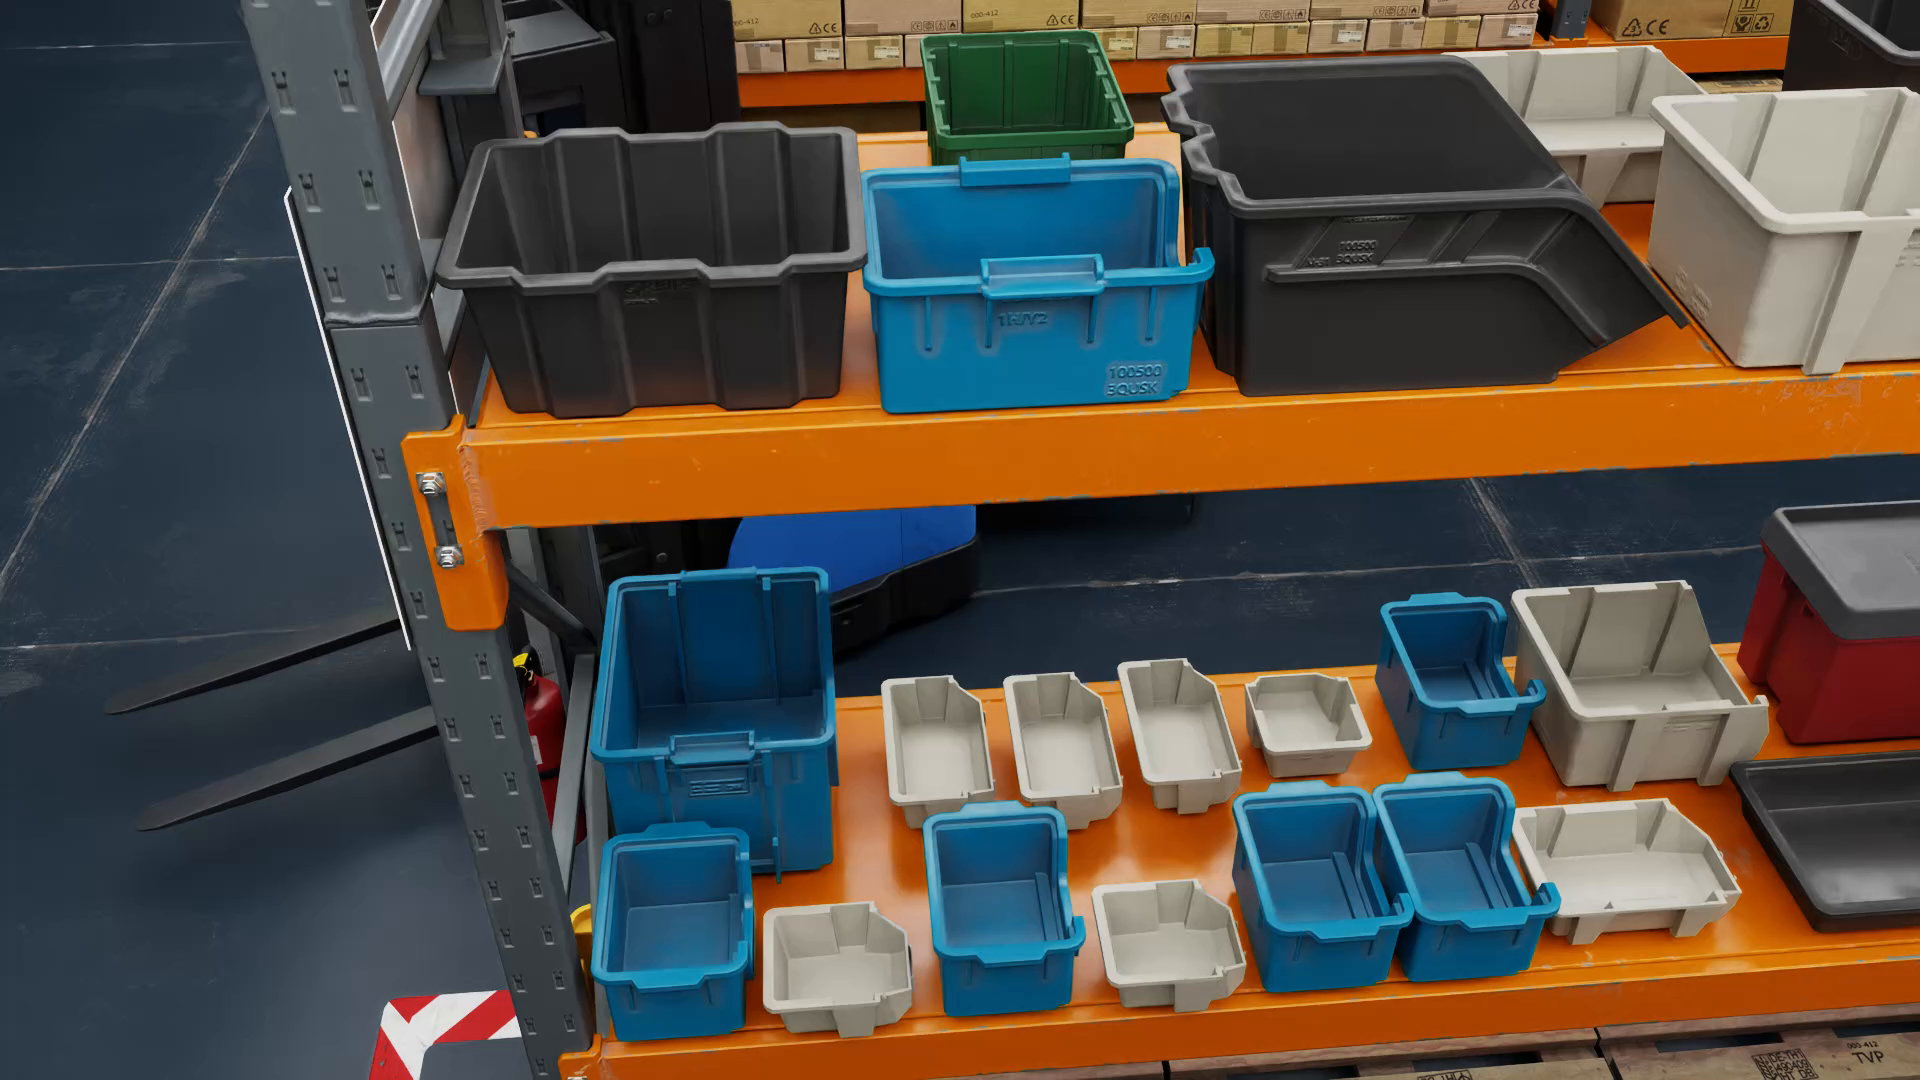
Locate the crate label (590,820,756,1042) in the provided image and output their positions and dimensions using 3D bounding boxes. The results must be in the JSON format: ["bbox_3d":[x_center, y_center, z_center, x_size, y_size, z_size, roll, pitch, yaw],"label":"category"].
[{"bbox_3d":[-0.572,0.810,3.389,0.303,0.233,0.416,-3,38,-4],"label":"crate label"}]

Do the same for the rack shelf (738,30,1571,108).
[{"bbox_3d":[0.707,-2.305,7.831,4.000,0.370,1.077,-3,38,-4],"label":"rack shelf"}]

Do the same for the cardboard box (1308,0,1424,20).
[{"bbox_3d":[1.767,-2.539,7.427,0.500,0.250,0.500,-2,38,-3],"label":"cardboard box"}]

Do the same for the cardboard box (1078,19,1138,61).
[{"bbox_3d":[0.629,-2.280,7.421,0.250,0.149,0.380,-4,38,-5],"label":"cardboard box"}]

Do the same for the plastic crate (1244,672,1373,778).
[{"bbox_3d":[0.808,0.437,3.940,0.250,0.136,0.298,-3,38,-4],"label":"plastic crate"}]

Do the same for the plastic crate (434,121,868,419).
[{"bbox_3d":[-0.439,-0.397,2.516,0.590,0.269,0.497,-3,38,-4],"label":"plastic crate"}]

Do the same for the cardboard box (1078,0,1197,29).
[{"bbox_3d":[0.754,-2.485,7.359,0.500,0.250,0.500,-4,38,-5],"label":"cardboard box"}]

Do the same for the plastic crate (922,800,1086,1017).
[{"bbox_3d":[0.084,0.774,3.435,0.300,0.233,0.416,-3,38,-4],"label":"plastic crate"}]

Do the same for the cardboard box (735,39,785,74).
[{"bbox_3d":[-0.903,-2.195,7.313,0.250,0.149,0.380,-3,38,-3],"label":"cardboard box"}]

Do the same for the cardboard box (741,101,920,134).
[{"bbox_3d":[-0.655,-1.893,8.104,0.875,0.875,0.875,-3,38,-4],"label":"cardboard box"}]

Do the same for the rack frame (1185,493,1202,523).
[{"bbox_3d":[0.934,-0.665,6.684,0.032,1.125,0.500,-5,39,-6],"label":"rack frame"}]

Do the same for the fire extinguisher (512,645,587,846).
[{"bbox_3d":[-1.037,0.483,4.080,0.183,0.674,0.296,-3,38,-4],"label":"fire extinguisher"}]

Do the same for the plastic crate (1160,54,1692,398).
[{"bbox_3d":[0.699,-0.489,2.577,0.767,0.338,0.504,-3,38,-4],"label":"plastic crate"}]

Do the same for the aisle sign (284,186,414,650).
[{"bbox_3d":[-0.892,-0.255,2.553,0.004,0.787,0.394,-3,38,-4],"label":"aisle sign"}]

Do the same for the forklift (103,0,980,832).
[{"bbox_3d":[-1.456,-0.716,5.291,3.031,2.935,1.130,-20,43,-24],"label":"forklift"}]

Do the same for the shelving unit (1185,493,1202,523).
[{"bbox_3d":[0.431,-0.622,6.631,1.048,1.125,0.538,-5,39,-6],"label":"shelving unit"}]

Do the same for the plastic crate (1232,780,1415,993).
[{"bbox_3d":[0.740,0.738,3.480,0.300,0.233,0.416,-3,38,-4],"label":"plastic crate"}]

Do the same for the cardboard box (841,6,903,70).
[{"bbox_3d":[-0.392,-2.224,7.350,0.250,0.149,0.380,-4,38,-5],"label":"cardboard box"}]

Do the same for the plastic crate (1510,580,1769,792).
[{"bbox_3d":[1.600,0.352,3.930,0.530,0.282,0.437,-3,38,-4],"label":"plastic crate"}]

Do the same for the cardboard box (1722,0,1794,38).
[{"bbox_3d":[3.680,-2.636,7.588,0.500,0.500,0.500,-3,38,-4],"label":"cardboard box"}]

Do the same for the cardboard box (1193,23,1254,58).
[{"bbox_3d":[1.144,-2.309,7.458,0.250,0.149,0.380,-4,38,-5],"label":"cardboard box"}]

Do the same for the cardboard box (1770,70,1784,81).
[{"bbox_3d":[4.224,-2.125,8.398,0.875,0.875,1.225,-4,38,-6],"label":"cardboard box"}]

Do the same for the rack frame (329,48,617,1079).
[{"bbox_3d":[-0.847,0.578,3.596,0.127,3.000,1.000,-3,38,-4],"label":"rack frame"}]

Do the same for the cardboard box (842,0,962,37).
[{"bbox_3d":[-0.266,-2.428,7.287,0.500,0.250,0.500,-4,38,-5],"label":"cardboard box"}]

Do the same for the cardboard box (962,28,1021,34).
[{"bbox_3d":[0.121,-2.253,7.386,0.250,0.149,0.380,-4,38,-5],"label":"cardboard box"}]

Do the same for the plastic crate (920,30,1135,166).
[{"bbox_3d":[0.110,-0.747,3.024,0.336,0.188,0.450,-3,38,-4],"label":"plastic crate"}]

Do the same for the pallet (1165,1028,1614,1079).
[{"bbox_3d":[1.190,1.586,4.569,1.213,0.211,1.003,-3,38,-4],"label":"pallet"}]

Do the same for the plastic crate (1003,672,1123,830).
[{"bbox_3d":[0.239,0.495,3.866,0.243,0.136,0.396,-3,38,-4],"label":"plastic crate"}]

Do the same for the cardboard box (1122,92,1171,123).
[{"bbox_3d":[1.138,-1.992,8.229,0.875,0.875,0.875,-3,38,-4],"label":"cardboard box"}]

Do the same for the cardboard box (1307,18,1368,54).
[{"bbox_3d":[1.656,-2.338,7.494,0.250,0.149,0.380,-2,38,-3],"label":"cardboard box"}]

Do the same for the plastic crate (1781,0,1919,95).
[{"bbox_3d":[1.876,-0.869,3.113,0.590,0.269,0.497,-3,38,-4],"label":"plastic crate"}]

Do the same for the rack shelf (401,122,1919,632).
[{"bbox_3d":[1.145,-0.427,3.029,4.000,0.370,1.077,-3,38,-4],"label":"rack shelf"}]

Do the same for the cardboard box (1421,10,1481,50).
[{"bbox_3d":[2.167,-2.366,7.529,0.250,0.149,0.380,-2,38,-3],"label":"cardboard box"}]

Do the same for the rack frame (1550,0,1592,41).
[{"bbox_3d":[2.699,-2.697,7.747,0.127,3.000,1.000,-3,38,-4],"label":"rack frame"}]

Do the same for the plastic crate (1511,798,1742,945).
[{"bbox_3d":[1.430,0.720,3.581,0.466,0.136,0.293,-3,38,-4],"label":"plastic crate"}]
